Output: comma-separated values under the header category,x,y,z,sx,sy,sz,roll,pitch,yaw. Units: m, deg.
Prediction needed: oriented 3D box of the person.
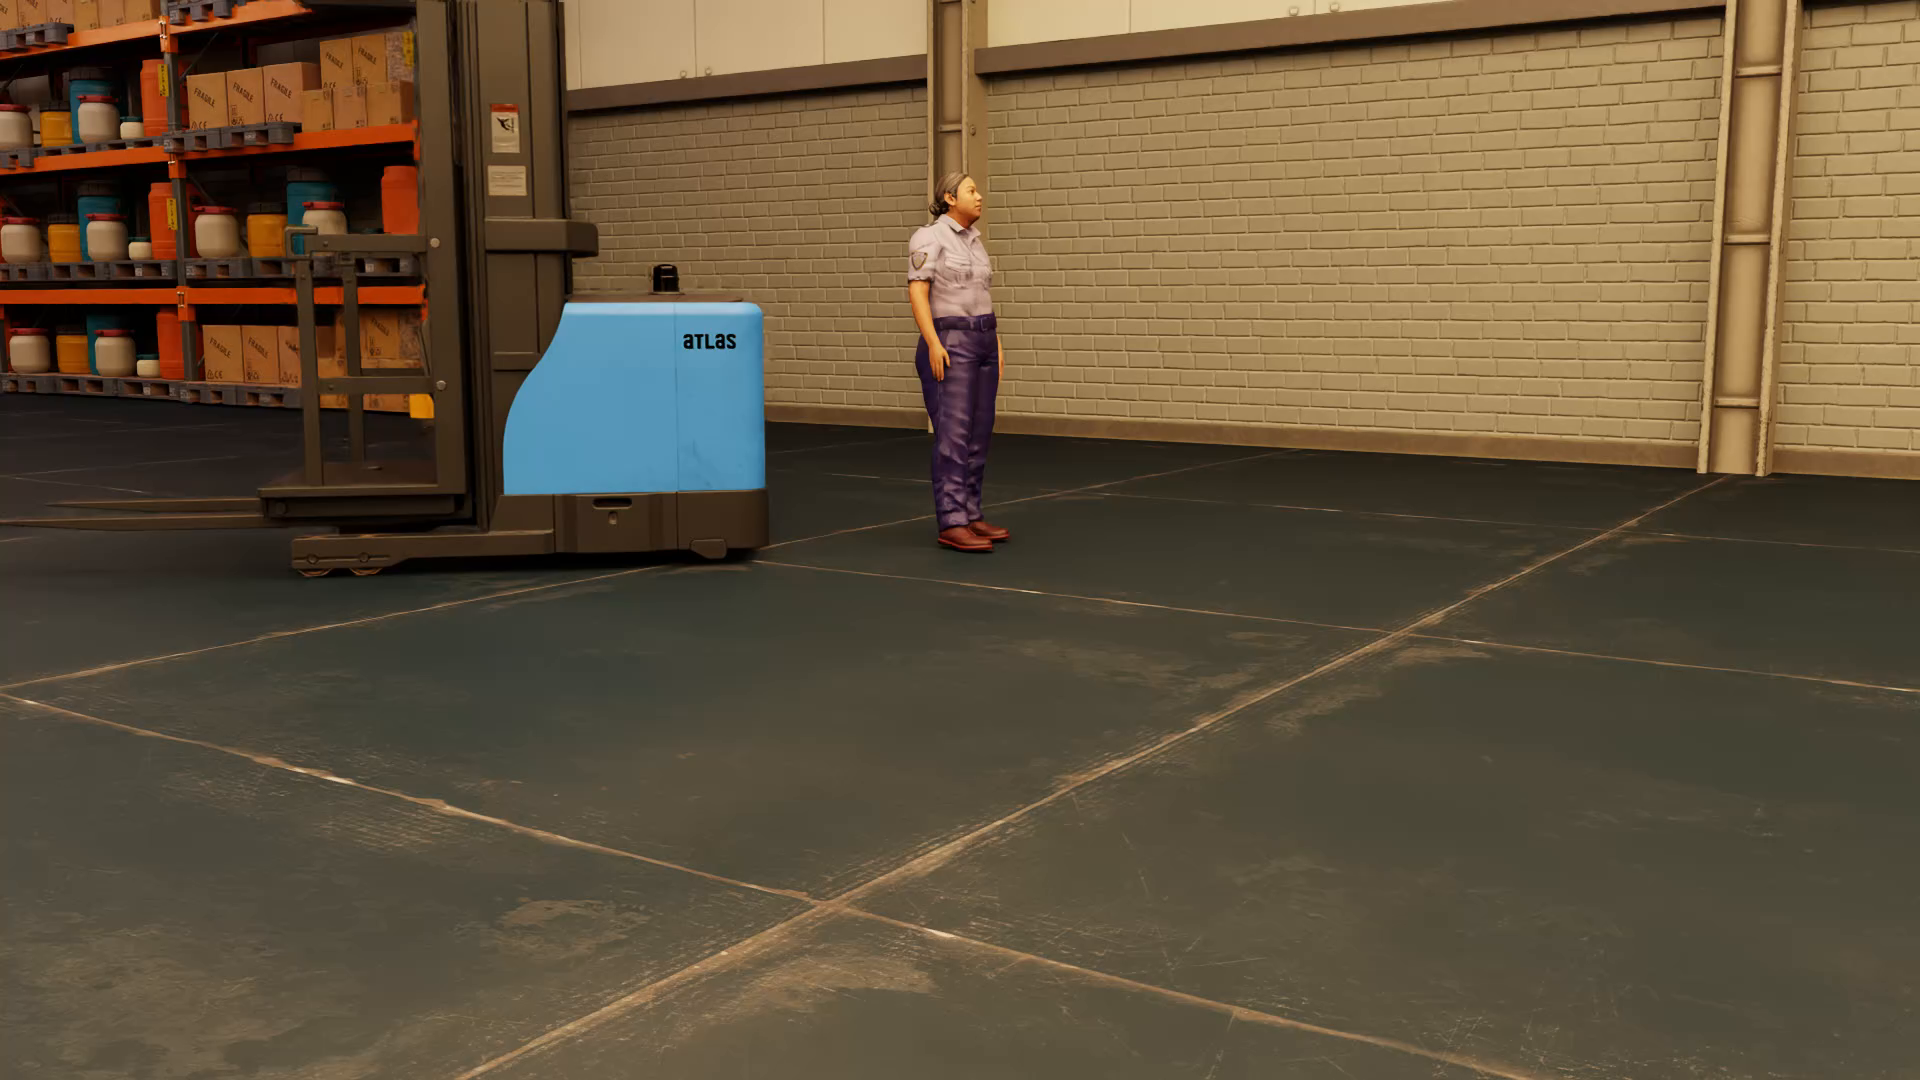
category,x,y,z,sx,sy,sz,roll,pitch,yaw
person,0.062,-0.813,7.418,0.502,1.651,0.598,5,10,34

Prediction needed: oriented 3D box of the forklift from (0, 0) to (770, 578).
category,x,y,z,sx,sy,sz,roll,pitch,yaw
forklift,-2.365,-1.383,6.919,3.031,2.935,1.130,-1,8,-10
